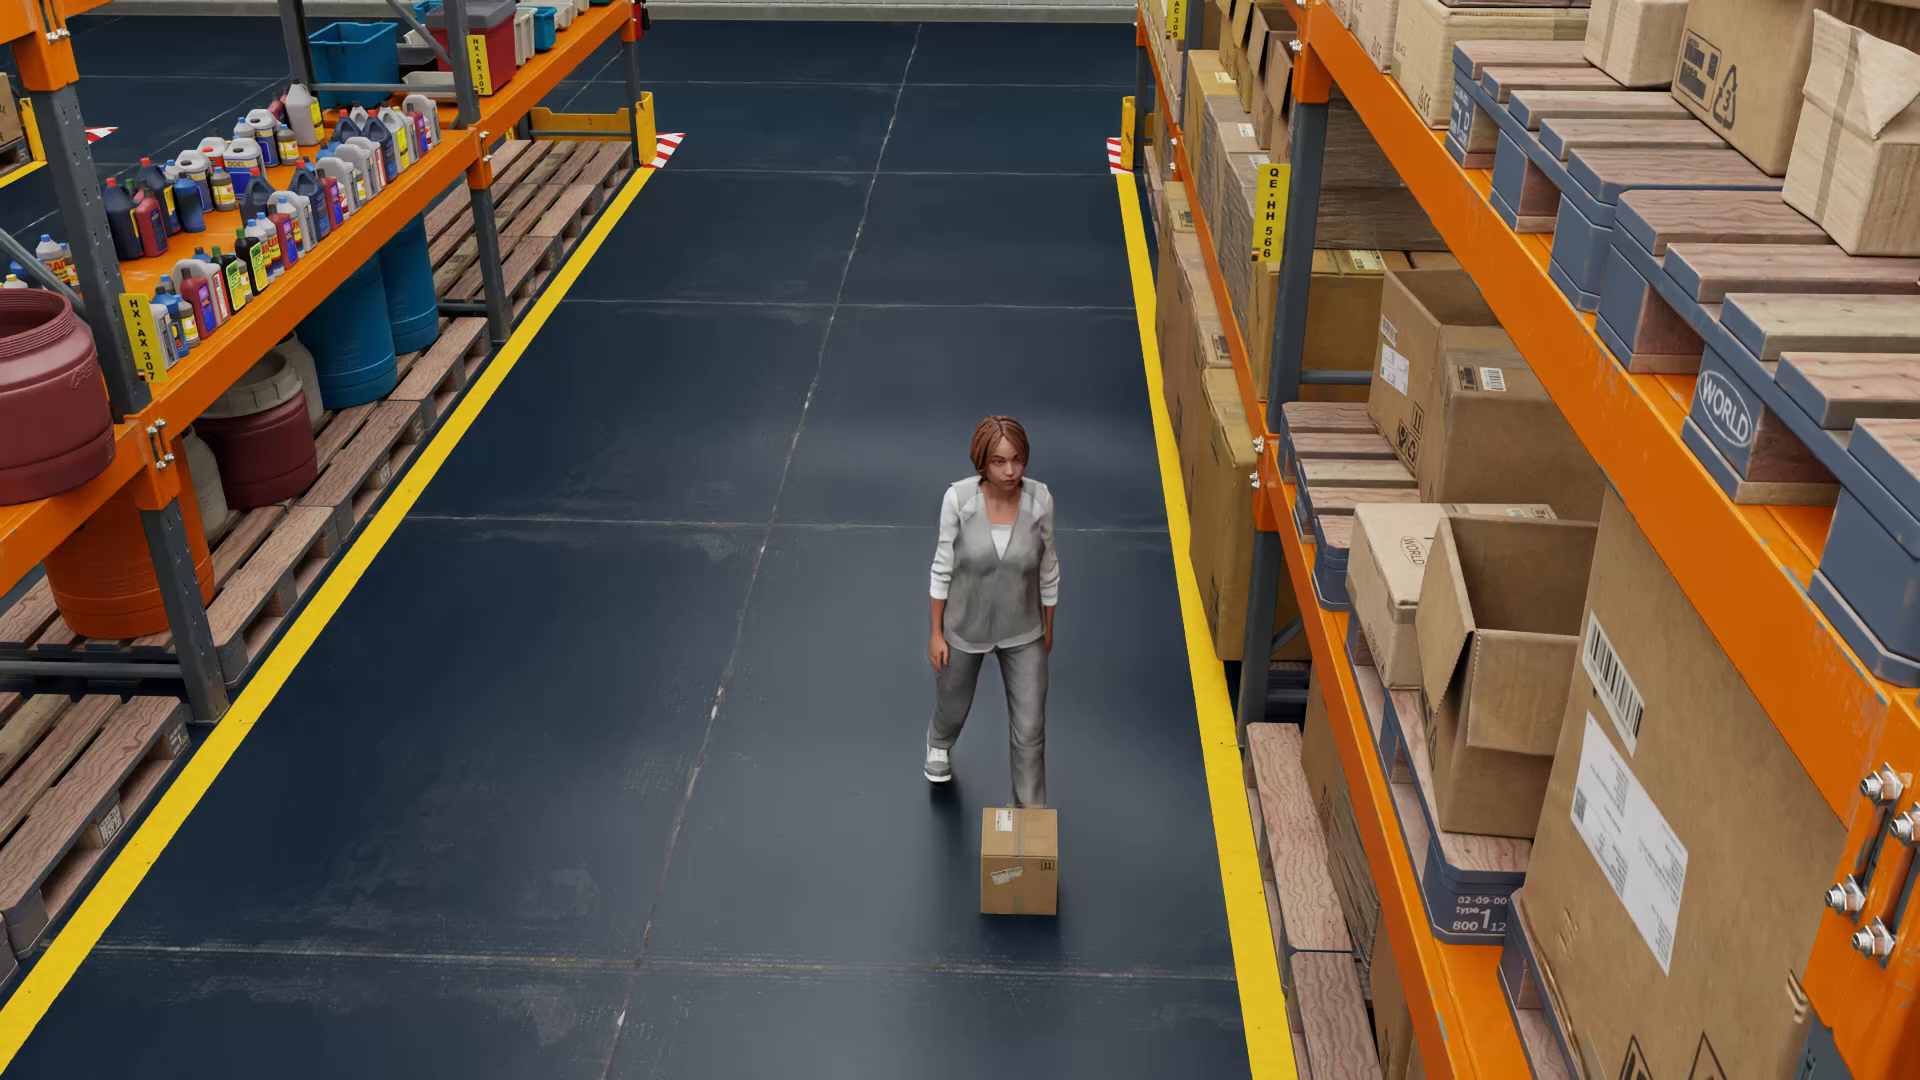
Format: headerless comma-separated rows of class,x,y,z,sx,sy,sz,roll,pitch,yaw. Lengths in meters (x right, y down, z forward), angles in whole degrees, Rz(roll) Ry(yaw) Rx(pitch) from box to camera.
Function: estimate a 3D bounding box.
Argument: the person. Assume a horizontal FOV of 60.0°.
person,0.108,0.307,5.546,0.450,1.567,0.807,-2,28,-3
